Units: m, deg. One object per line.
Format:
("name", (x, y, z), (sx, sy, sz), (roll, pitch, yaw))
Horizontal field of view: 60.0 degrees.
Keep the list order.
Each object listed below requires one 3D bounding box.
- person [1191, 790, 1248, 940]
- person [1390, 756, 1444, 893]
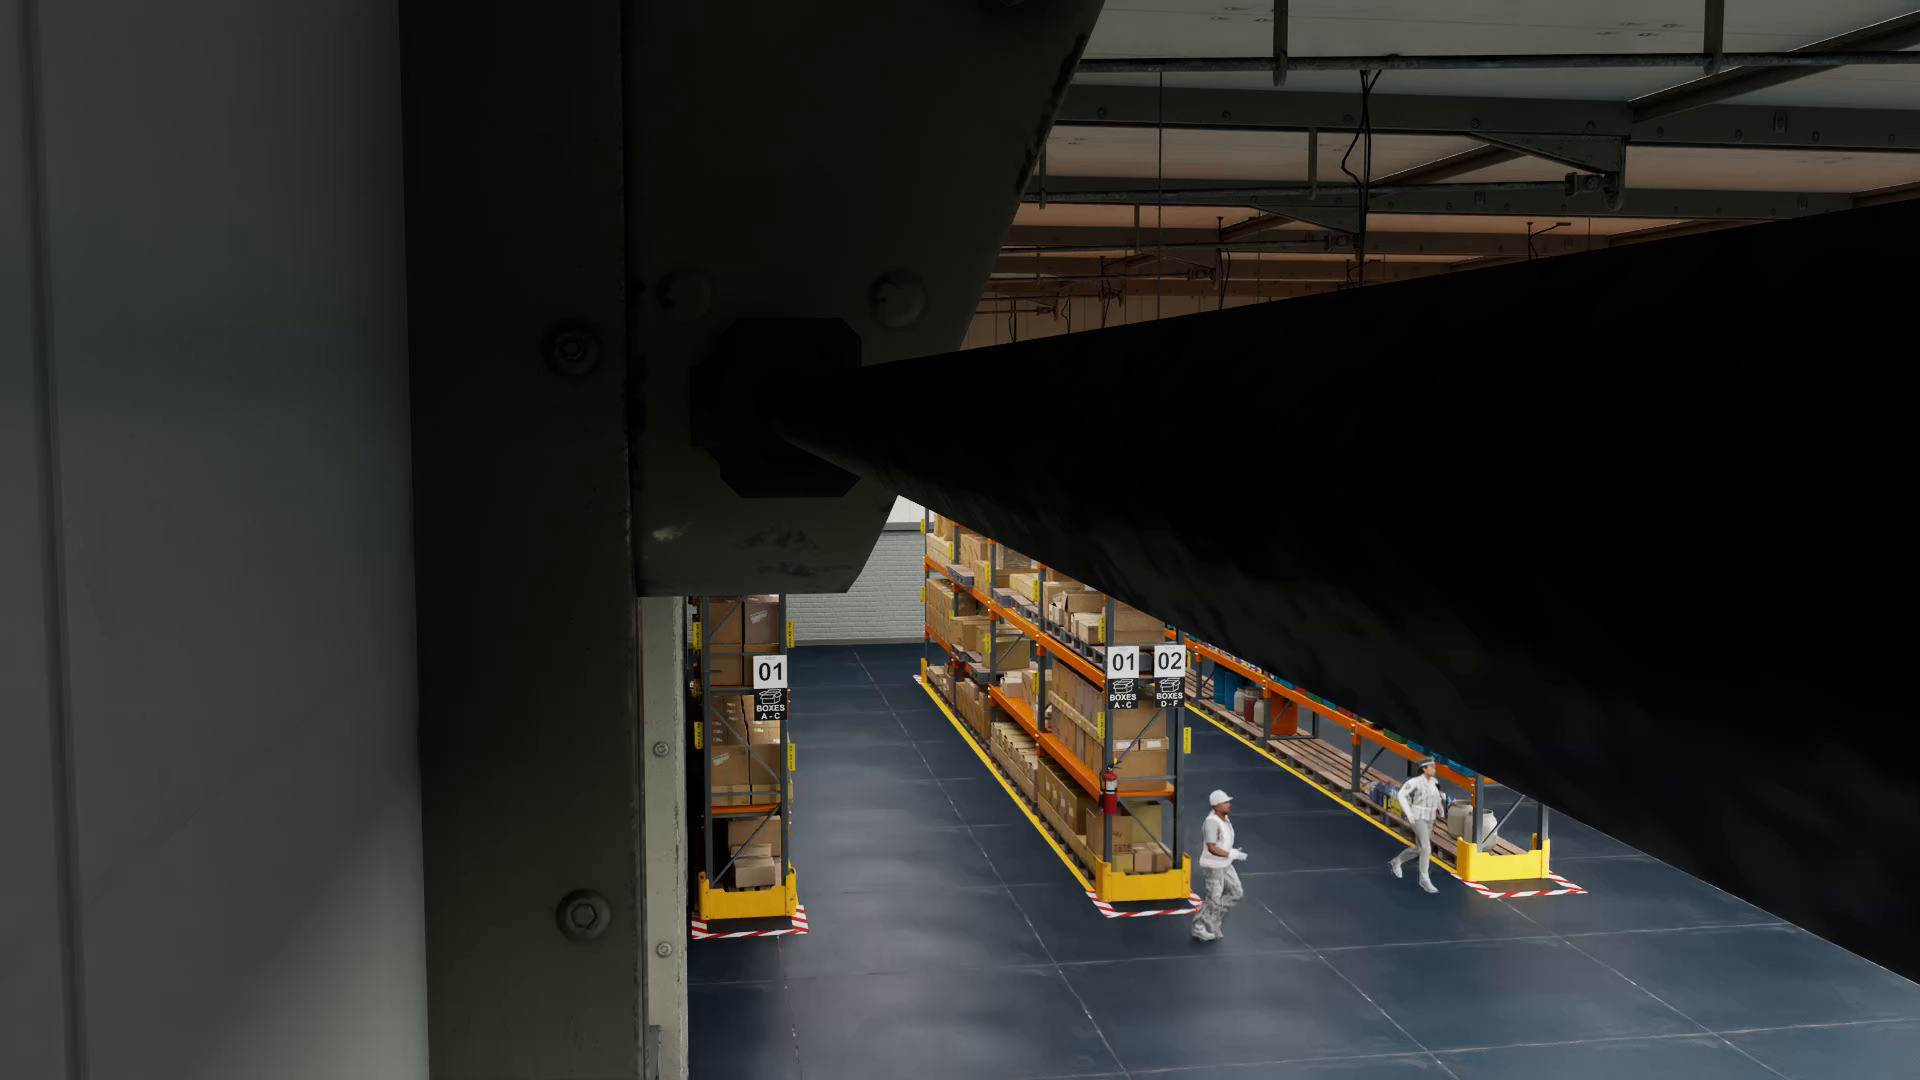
("person", (3.022, 3.769, 19.205), (0.676, 1.785, 0.710), (3, 6, 27))
("person", (5.957, 3.621, 21.460), (0.631, 1.696, 0.789), (-4, 6, -36))
